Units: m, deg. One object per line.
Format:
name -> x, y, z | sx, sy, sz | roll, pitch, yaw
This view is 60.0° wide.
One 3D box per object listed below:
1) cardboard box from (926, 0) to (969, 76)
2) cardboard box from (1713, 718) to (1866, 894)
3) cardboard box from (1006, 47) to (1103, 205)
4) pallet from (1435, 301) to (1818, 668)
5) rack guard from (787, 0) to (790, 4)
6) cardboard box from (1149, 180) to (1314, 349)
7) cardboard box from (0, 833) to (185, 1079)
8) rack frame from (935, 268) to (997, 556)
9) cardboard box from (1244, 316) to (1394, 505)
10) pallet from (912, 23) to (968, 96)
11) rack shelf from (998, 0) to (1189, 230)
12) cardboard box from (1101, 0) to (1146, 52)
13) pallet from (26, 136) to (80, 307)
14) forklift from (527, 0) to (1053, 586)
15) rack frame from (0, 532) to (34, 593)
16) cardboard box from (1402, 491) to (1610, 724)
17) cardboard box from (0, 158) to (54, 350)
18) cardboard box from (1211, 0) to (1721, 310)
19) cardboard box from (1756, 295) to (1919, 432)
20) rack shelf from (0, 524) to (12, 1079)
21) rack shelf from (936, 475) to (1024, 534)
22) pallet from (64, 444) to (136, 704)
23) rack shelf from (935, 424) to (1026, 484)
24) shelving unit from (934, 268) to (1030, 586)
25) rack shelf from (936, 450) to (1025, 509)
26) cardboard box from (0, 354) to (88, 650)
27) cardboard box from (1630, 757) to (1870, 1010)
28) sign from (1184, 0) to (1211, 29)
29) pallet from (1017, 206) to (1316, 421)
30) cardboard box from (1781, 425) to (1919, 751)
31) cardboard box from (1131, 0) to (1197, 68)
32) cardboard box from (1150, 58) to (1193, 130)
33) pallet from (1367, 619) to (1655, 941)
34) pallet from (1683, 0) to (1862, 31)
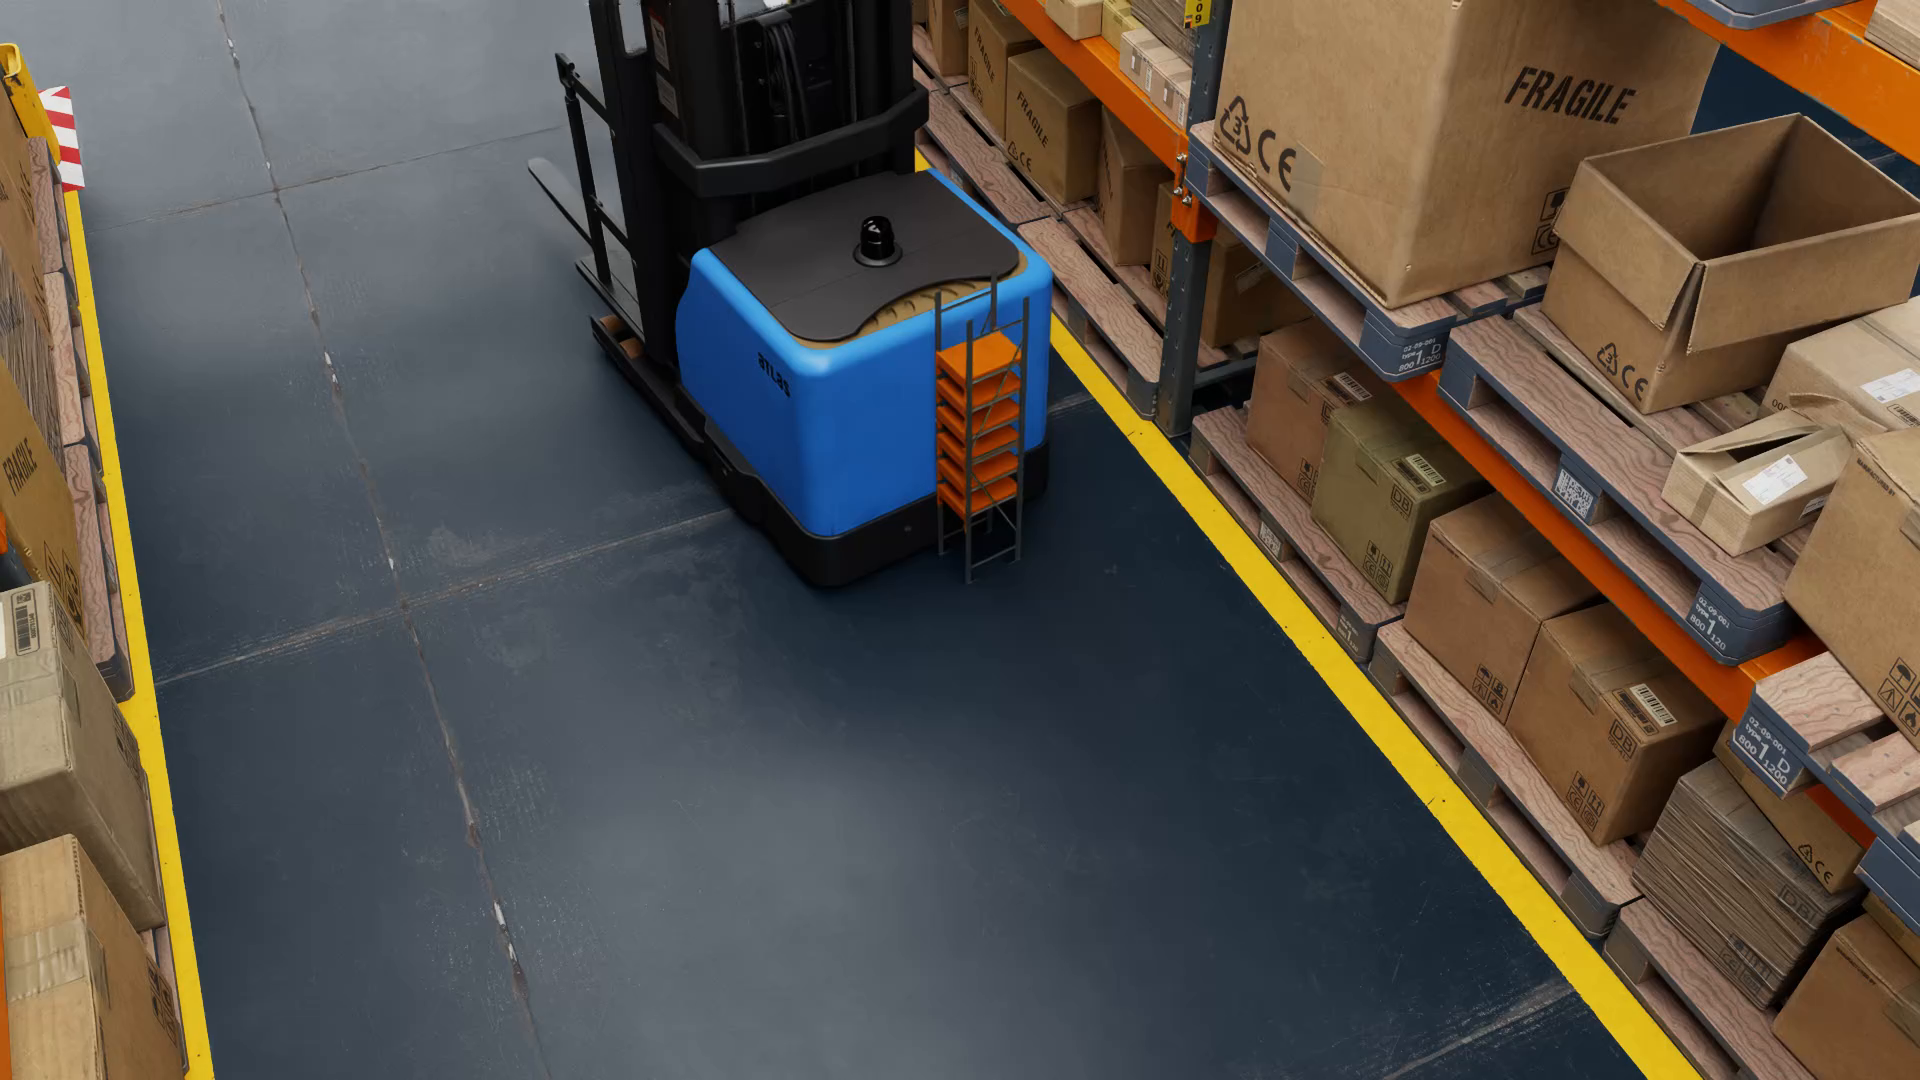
cardboard box -> 0.112, -2.688, 8.319 | 0.500, 0.500, 0.500 | -7, 45, -7
cardboard box -> 2.405, 0.609, 4.429 | 0.500, 0.250, 0.500 | -13, 46, -13
cardboard box -> 0.552, -1.915, 7.535 | 0.500, 0.500, 0.500 | -22, 49, -21
pallet -> 2.076, -0.285, 4.540 | 1.003, 0.211, 1.213 | -18, 47, -17
rack guard -> -0.386, -3.264, 9.202 | 1.175, 0.500, 0.348 | -18, 47, -17
cardboard box -> 1.132, -1.179, 6.790 | 0.500, 0.500, 0.500 | -19, 48, -19
cardboard box -> -2.534, 1.384, 4.015 | 1.050, 0.750, 0.750 | -18, 47, -17
rack frame -> 0.021, -0.414, 5.815 | 0.240, 1.200, 0.006 | -25, 50, -23
cardboard box -> 1.503, -0.522, 6.110 | 0.700, 0.500, 0.500 | -22, 49, -20
pallet -> -0.076, -2.633, 8.768 | 1.003, 0.211, 1.213 | -18, 47, -17
rack shelf -> 0.423, -2.671, 7.334 | 1.077, 0.370, 4.000 | -18, 47, -17
cardboard box -> 0.760, -1.953, 6.272 | 0.380, 0.149, 0.250 | -18, 47, -17
pallet -> -4.554, -1.323, 7.440 | 1.003, 0.211, 1.213 | -18, 47, -17
forklift -> -0.895, -1.885, 6.074 | 1.130, 2.935, 3.031 | -25, 50, -23
rack frame -> -3.279, -0.253, 4.370 | 1.000, 3.000, 0.127 | -18, 47, -17
cardboard box -> 1.922, 0.144, 5.435 | 0.700, 0.500, 0.500 | -22, 49, -21
cardboard box -> -4.244, -1.222, 6.567 | 0.875, 0.875, 0.875 | -19, 48, -18
cardboard box -> 1.471, -1.468, 4.876 | 1.000, 1.000, 1.000 | -18, 47, -17
cardboard box -> 2.450, -0.336, 4.263 | 0.500, 0.250, 0.500 | -19, 48, -19
rack shelf -> -2.438, 1.278, 3.331 | 1.077, 0.370, 4.000 | -18, 47, -17
rack shelf -> 0.071, -0.158, 5.961 | 0.258, 0.103, 0.180 | -25, 50, -23
pallet -> -3.528, 0.232, 5.864 | 1.003, 0.211, 1.213 | -18, 47, -17
rack shelf -> 0.071, -0.329, 5.792 | 0.258, 0.103, 0.180 | -25, 50, -23
shelving unit -> 0.071, -0.360, 5.761 | 0.258, 1.200, 0.189 | -25, 50, -23
rack shelf -> 0.071, -0.243, 5.876 | 0.258, 0.103, 0.180 | -25, 50, -23
cardboard box -> -3.480, -0.067, 5.396 | 0.875, 0.875, 0.875 | -17, 47, -17
cardboard box -> 2.401, 0.859, 4.711 | 0.700, 0.500, 0.500 | -22, 49, -21
sign -> 0.775, -1.796, 5.318 | 0.100, 0.325, 0.005 | -18, 47, -17
pallet -> 0.949, -1.078, 7.192 | 1.003, 0.211, 1.213 | -18, 47, -17
cardboard box -> 2.357, 0.053, 3.691 | 0.700, 0.500, 0.500 | -12, 46, -12
cardboard box -> 1.131, -2.099, 5.959 | 0.875, 0.500, 0.500 | -18, 47, -17
cardboard box -> 0.907, -1.614, 5.929 | 0.380, 0.149, 0.250 | -18, 47, -17
pallet -> 2.109, 0.614, 5.477 | 1.003, 0.211, 1.213 | -18, 47, -17
pallet -> 1.866, -1.569, 3.702 | 1.213, 0.211, 1.003 | -18, 47, -17
